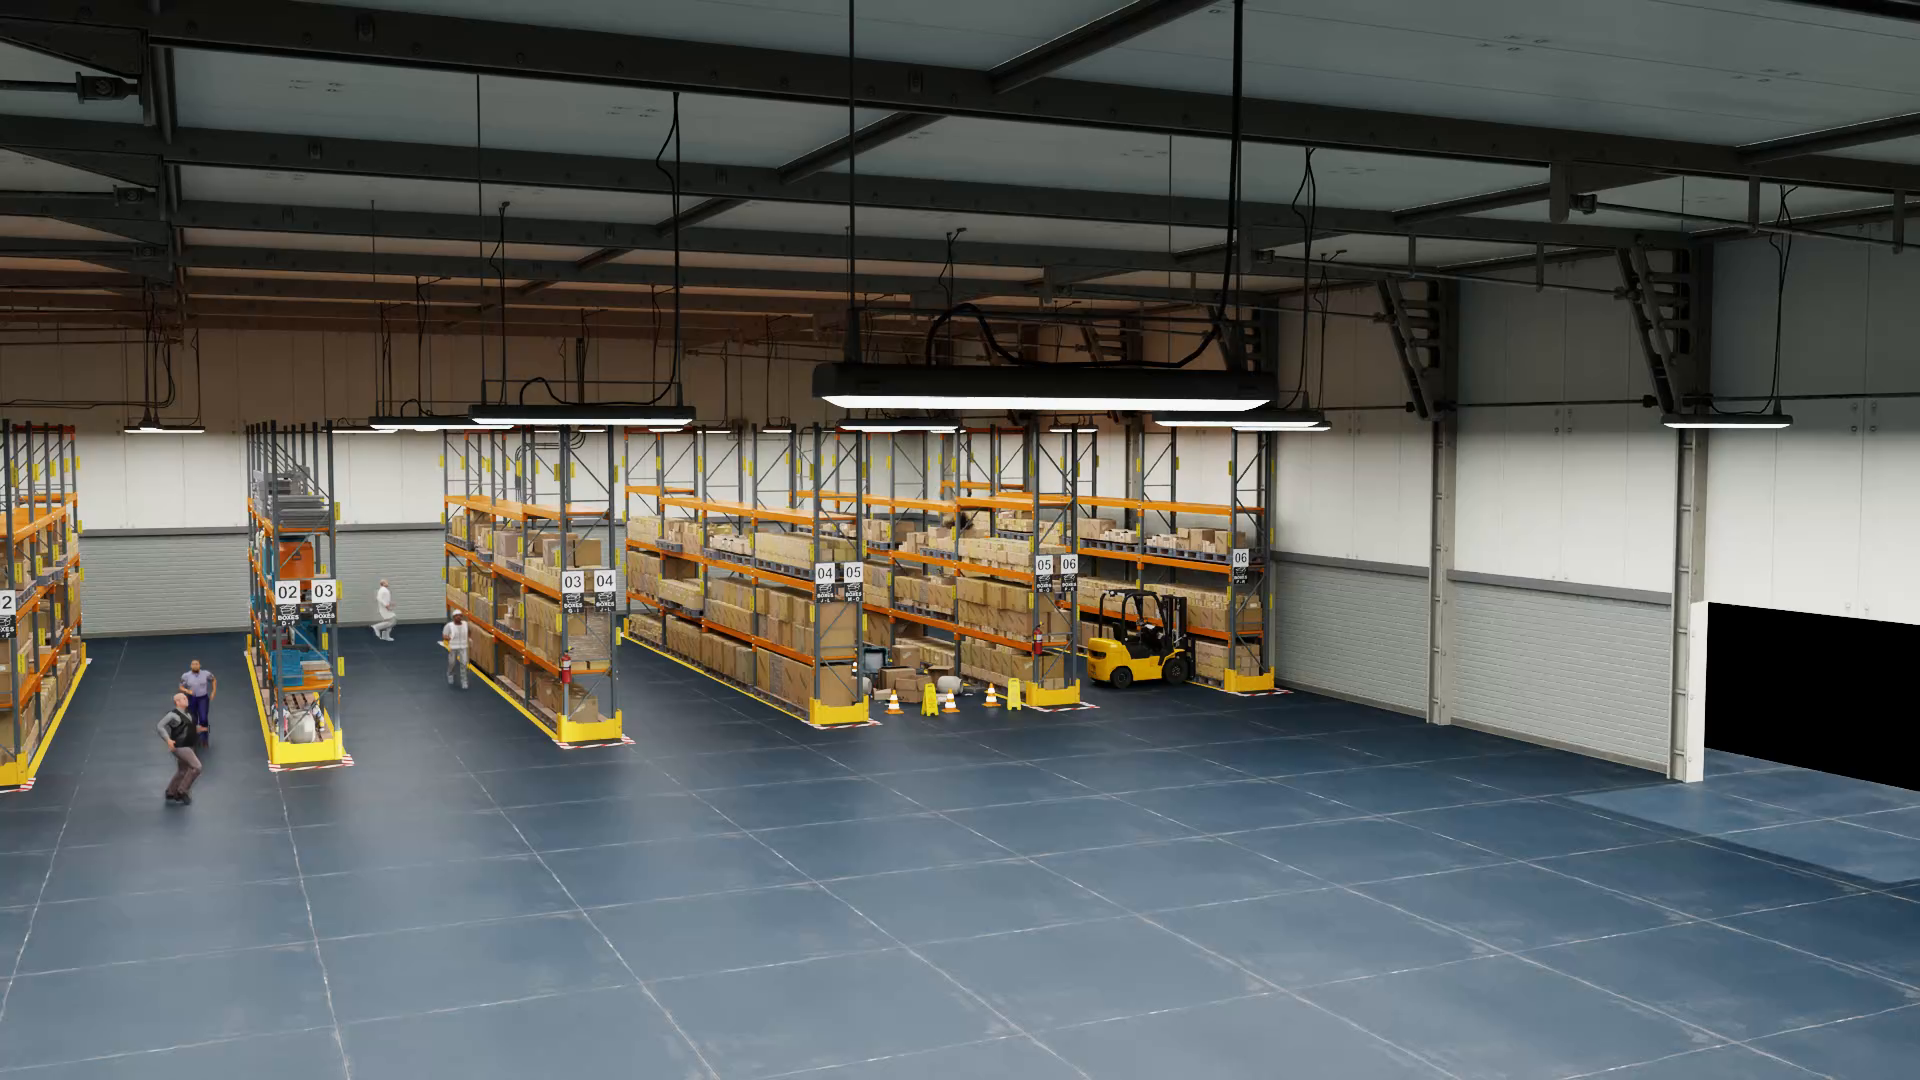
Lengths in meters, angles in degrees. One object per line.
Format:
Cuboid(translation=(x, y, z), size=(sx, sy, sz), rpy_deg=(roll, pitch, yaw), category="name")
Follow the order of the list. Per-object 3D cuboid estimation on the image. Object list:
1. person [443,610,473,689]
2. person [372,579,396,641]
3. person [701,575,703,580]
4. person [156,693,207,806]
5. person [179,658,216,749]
Cuboid(translation=(-11.370, 2.458, 37.686), size=(0.690, 1.759, 1.004), rpy_deg=(-2, 4, -28), category="person")
Cuboid(translation=(-16.135, 1.960, 46.602), size=(0.632, 1.746, 0.718), rpy_deg=(-1, 4, -15), category="person")
Cuboid(translation=(-7.386, 1.845, 48.031), size=(0.690, 1.702, 0.968), rpy_deg=(-2, 4, -29), category="person")
Cuboid(translation=(-12.057, 3.252, 25.862), size=(0.711, 1.739, 0.631), rpy_deg=(0, 4, 0), category="person")
Cuboid(translation=(-13.980, 3.017, 30.503), size=(0.617, 1.713, 0.717), rpy_deg=(-1, 4, -22), category="person")
